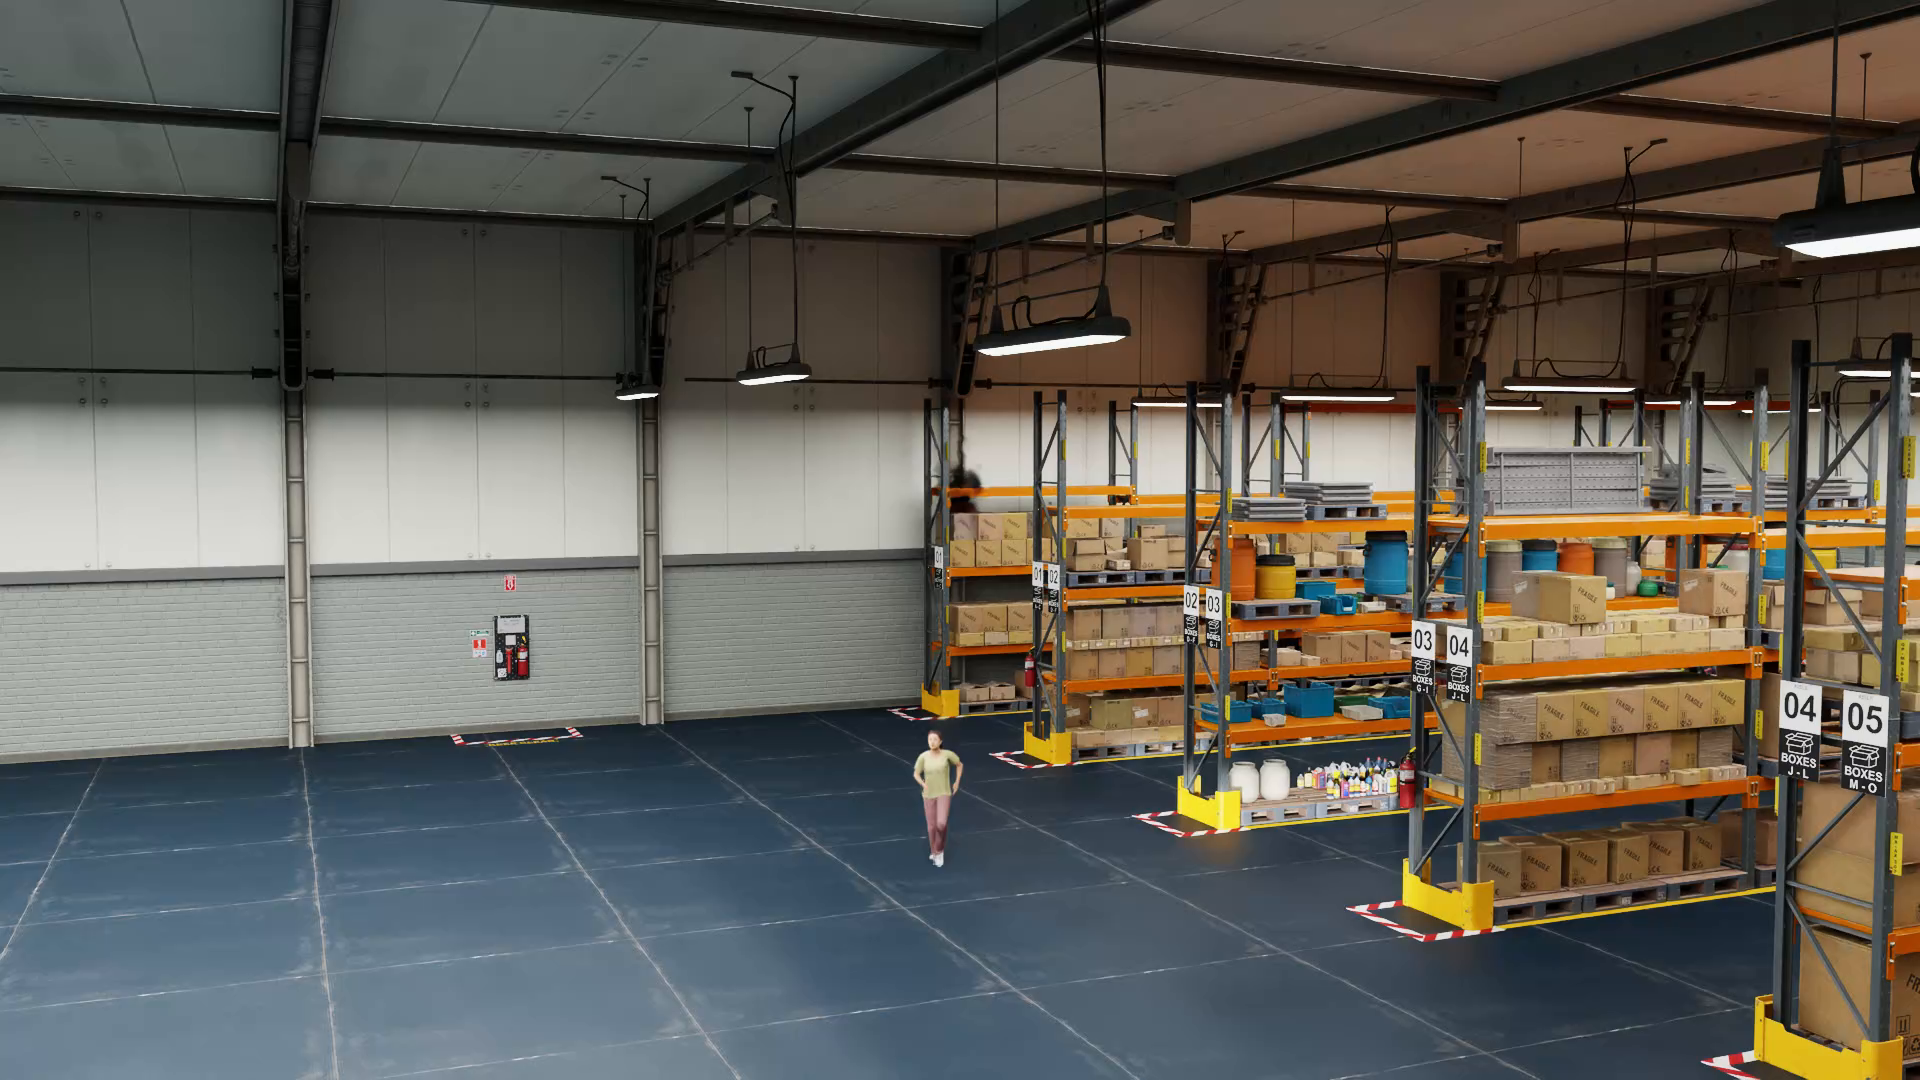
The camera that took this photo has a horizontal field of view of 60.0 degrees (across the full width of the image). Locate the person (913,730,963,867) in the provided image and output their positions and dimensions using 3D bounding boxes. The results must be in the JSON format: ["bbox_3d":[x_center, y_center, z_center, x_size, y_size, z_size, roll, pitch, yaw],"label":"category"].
[{"bbox_3d":[-0.284,3.146,20.312,0.582,1.653,0.644,0,3,8],"label":"person"}]
